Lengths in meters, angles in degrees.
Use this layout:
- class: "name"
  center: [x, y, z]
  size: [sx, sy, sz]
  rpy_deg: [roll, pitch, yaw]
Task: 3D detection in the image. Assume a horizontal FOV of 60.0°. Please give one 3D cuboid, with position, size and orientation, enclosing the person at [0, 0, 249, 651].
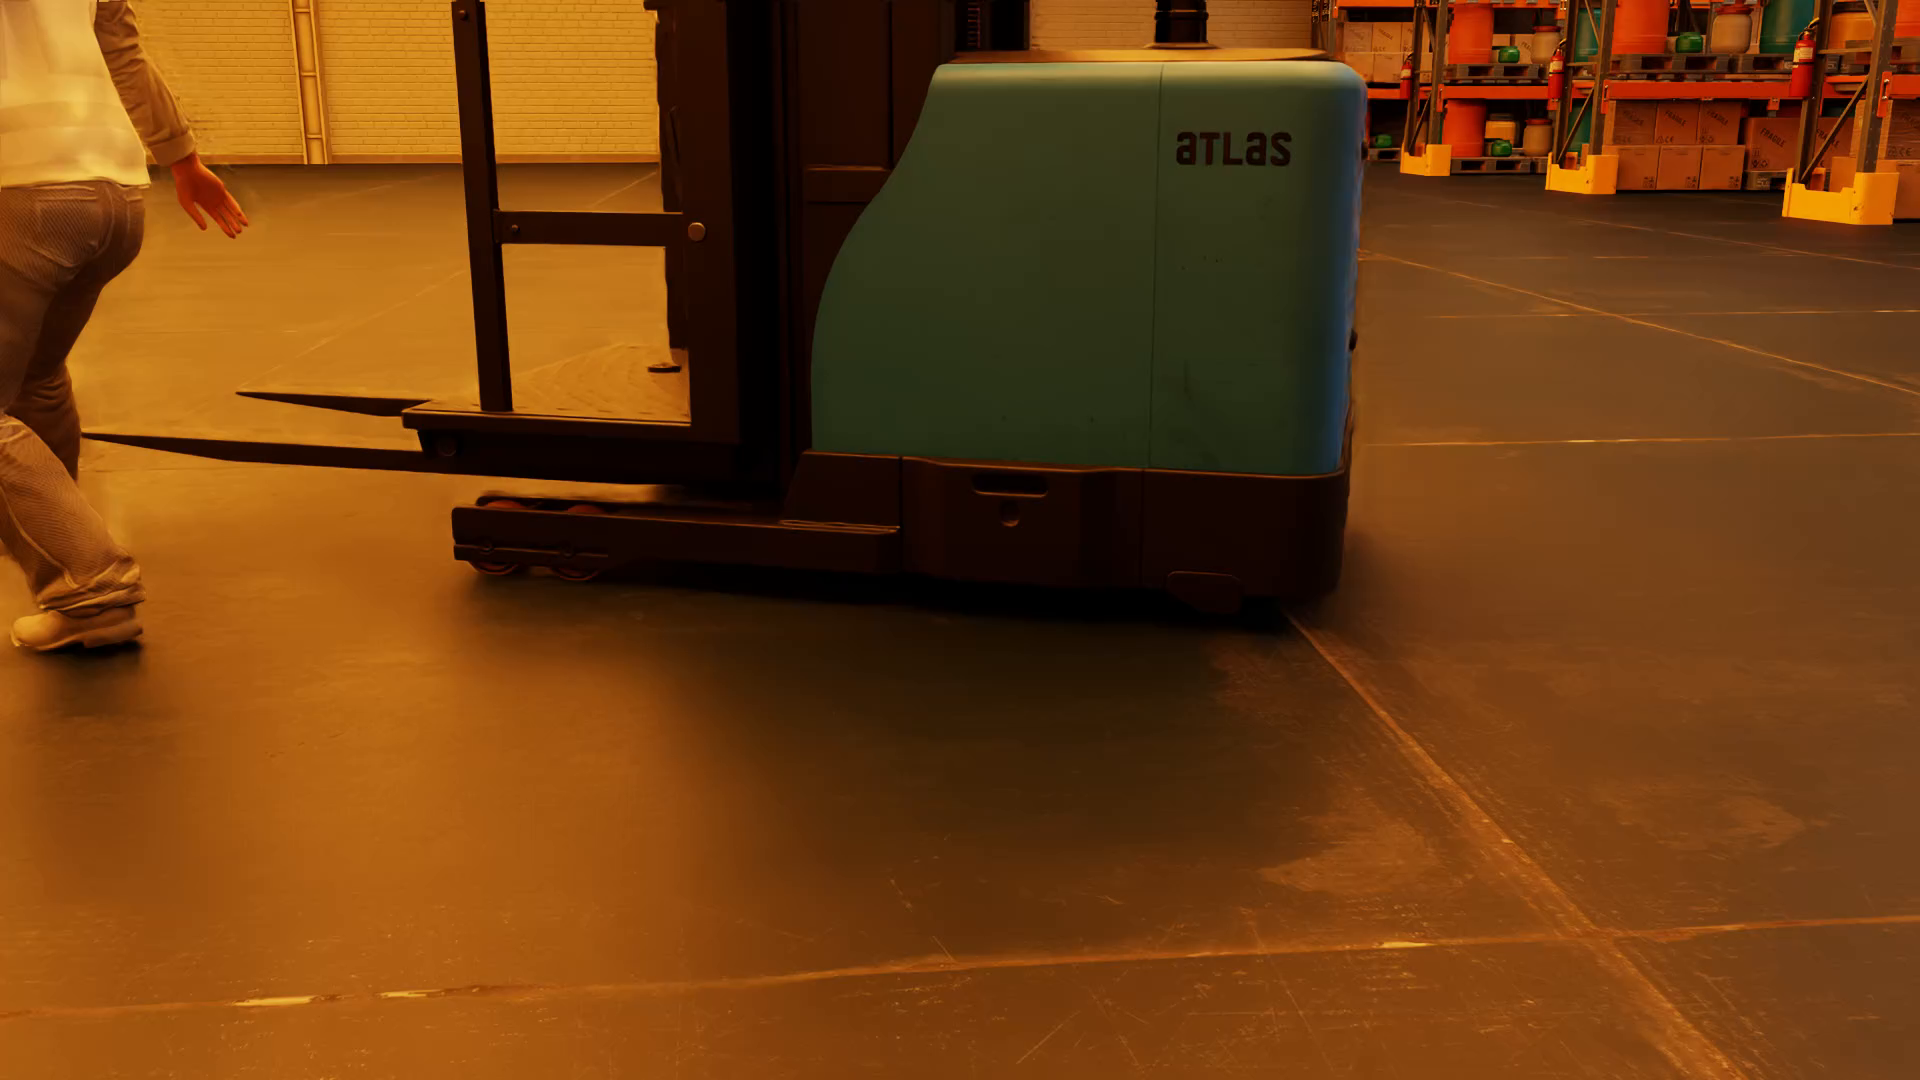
- class: "person"
  center: [-1.886, -0.668, 3.233]
  size: [0.717, 1.716, 0.876]
  rpy_deg: [1, 15, 3]

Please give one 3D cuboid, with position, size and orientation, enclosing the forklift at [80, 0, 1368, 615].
- class: "forklift"
  center: [-0.617, -1.452, 3.693]
  size: [3.031, 2.935, 1.130]
  rpy_deg: [4, 15, 14]
